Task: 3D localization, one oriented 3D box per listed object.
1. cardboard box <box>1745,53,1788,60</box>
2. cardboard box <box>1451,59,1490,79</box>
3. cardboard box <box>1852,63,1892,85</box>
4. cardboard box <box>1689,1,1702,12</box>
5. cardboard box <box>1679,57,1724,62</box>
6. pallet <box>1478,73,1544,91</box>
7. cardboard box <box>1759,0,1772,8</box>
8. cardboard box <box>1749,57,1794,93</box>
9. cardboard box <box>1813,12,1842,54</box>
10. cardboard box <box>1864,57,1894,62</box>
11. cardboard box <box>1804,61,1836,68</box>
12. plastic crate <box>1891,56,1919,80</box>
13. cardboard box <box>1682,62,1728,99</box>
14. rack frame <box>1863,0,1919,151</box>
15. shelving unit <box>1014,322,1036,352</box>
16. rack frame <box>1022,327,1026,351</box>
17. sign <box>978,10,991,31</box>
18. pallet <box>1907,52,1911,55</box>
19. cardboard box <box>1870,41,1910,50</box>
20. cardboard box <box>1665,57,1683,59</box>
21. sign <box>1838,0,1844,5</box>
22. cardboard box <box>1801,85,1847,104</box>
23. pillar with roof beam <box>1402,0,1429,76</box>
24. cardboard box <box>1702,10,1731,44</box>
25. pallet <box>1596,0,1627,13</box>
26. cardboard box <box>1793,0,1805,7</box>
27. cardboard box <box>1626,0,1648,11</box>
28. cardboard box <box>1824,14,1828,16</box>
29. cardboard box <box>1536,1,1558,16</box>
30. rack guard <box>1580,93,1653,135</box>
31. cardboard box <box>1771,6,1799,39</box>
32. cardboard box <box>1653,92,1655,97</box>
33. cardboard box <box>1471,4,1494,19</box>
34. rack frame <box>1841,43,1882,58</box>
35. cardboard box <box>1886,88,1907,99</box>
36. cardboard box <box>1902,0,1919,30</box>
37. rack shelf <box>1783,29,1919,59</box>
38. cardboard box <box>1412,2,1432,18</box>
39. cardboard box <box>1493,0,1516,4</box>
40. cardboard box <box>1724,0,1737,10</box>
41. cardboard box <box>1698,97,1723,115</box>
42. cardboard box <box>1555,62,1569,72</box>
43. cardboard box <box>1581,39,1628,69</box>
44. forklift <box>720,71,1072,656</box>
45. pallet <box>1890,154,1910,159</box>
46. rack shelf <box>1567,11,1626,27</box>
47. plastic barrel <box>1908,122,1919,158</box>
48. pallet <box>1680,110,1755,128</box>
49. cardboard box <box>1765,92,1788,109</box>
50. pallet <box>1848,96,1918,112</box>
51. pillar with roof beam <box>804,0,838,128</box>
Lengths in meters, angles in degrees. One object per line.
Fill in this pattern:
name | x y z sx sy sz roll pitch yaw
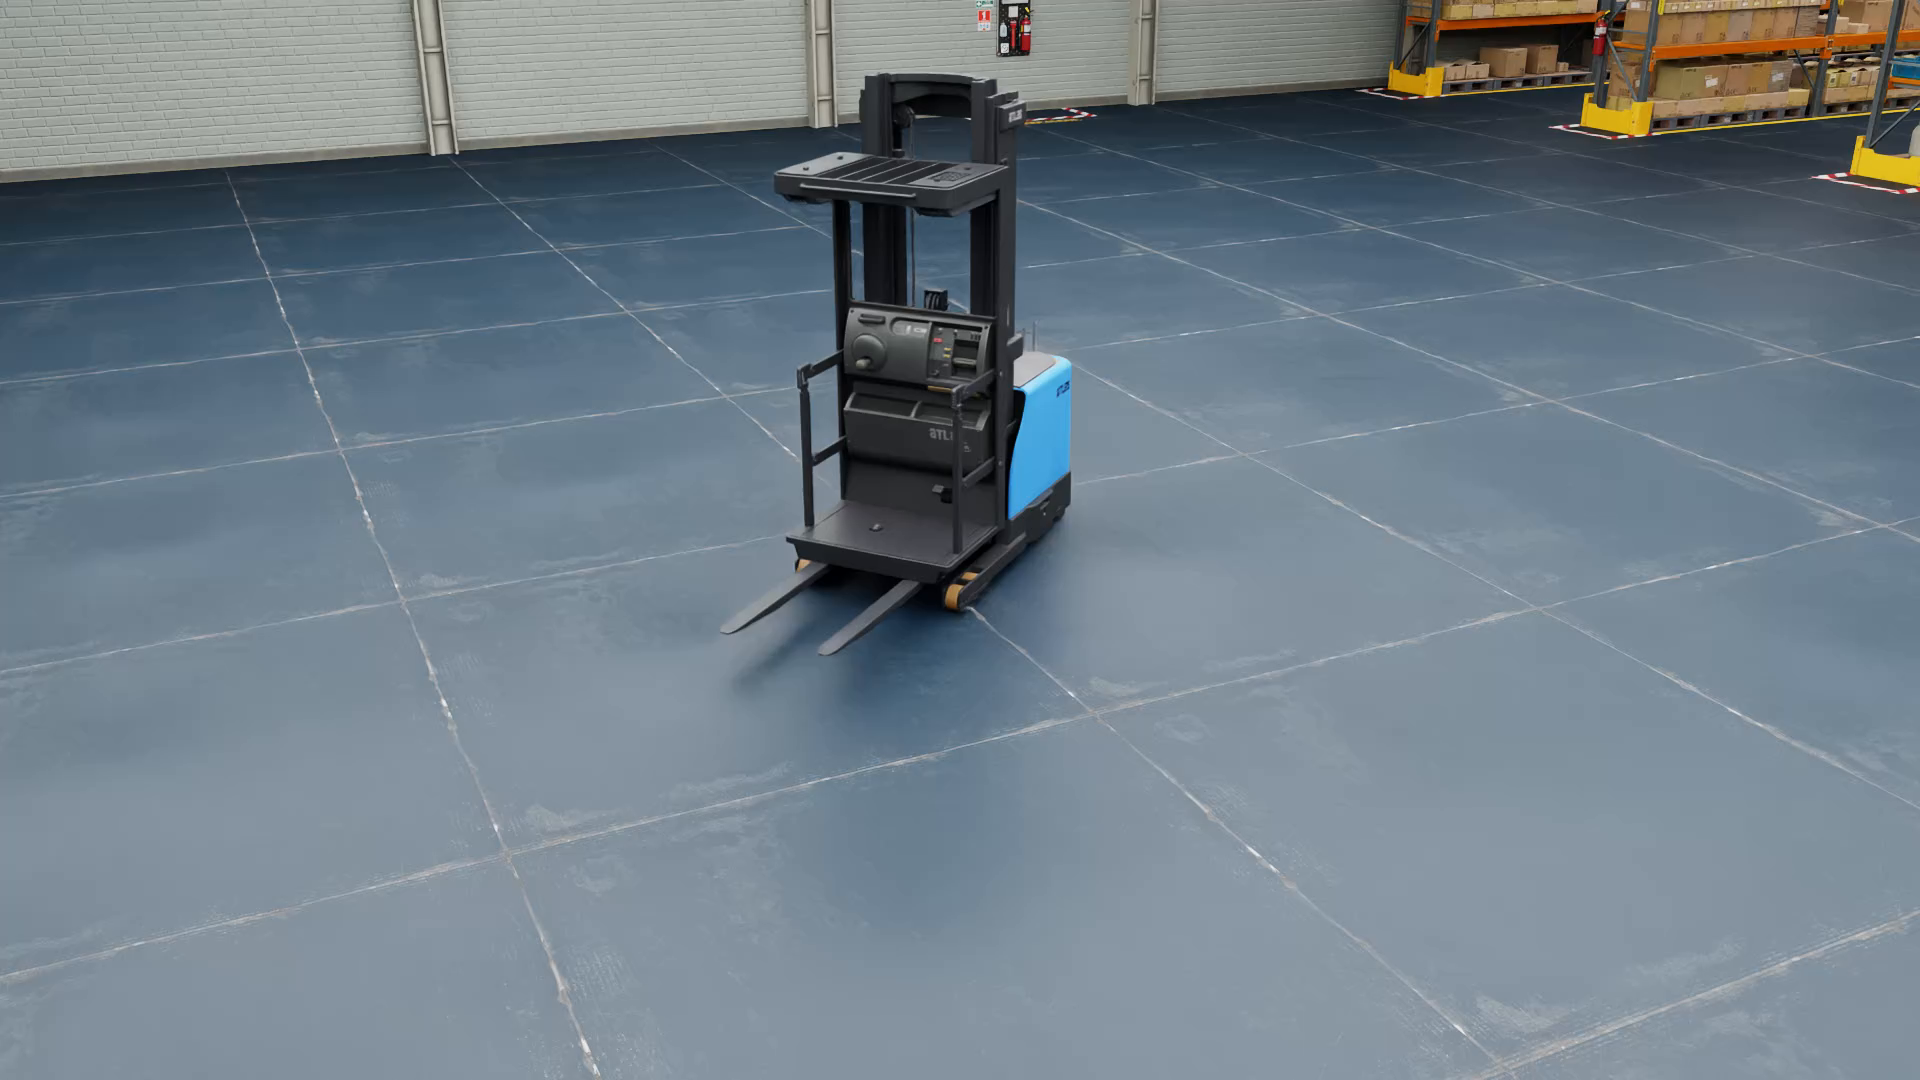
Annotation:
cardboard box | 13.542 -7.927 28.043 0.500 0.500 0.500 -10 25 -24
cardboard box | 9.516 -8.808 31.046 0.500 0.311 0.500 -8 24 -19
cardboard box | 15.495 -7.958 28.367 0.500 0.311 0.500 -11 25 -25
cardboard box | 11.401 -8.384 26.104 0.250 0.149 0.380 -10 25 -23
cardboard box | 12.191 -7.677 27.440 0.500 0.500 0.500 -10 25 -24
pallet | 10.253 -8.716 31.531 1.213 0.211 1.003 -10 25 -24
cardboard box | 12.799 -8.642 26.728 0.250 0.149 0.380 -10 24 -22
cardboard box | 13.317 -7.664 27.409 0.500 0.500 0.500 -10 25 -24
cardboard box | 17.823 -10.559 34.598 0.750 0.750 0.750 -10 24 -22
cardboard box | 16.170 -8.312 29.222 0.500 0.311 0.500 -11 25 -25
cardboard box | 14.802 -8.063 28.619 0.500 0.311 0.500 -10 24 -22
plastic crate | 12.958 -6.372 22.416 0.616 0.251 0.499 -10 25 -24
cardboard box | 11.966 -7.415 26.808 0.500 0.500 0.500 -10 25 -24
rack frame | 12.636 -6.254 21.937 0.127 3.000 1.000 -10 25 -24
shelving unit | 0.353 -0.890 11.322 0.258 1.200 0.189 10 22 22
rack frame | 0.315 -0.861 11.243 0.240 1.200 0.006 10 22 22
sign | 0.403 -8.651 27.681 0.234 0.329 0.001 -10 25 -24
pallet | 20.972 -10.674 36.260 1.213 0.211 1.003 -10 25 -24
cardboard box | 19.871 -10.787 35.606 0.500 0.500 0.700 -10 25 -23
cardboard box | 13.972 -9.769 33.121 0.500 0.500 0.700 -11 25 -24
sign | 14.338 -8.871 27.024 0.005 0.325 0.100 -10 25 -24
cardboard box | 14.567 -7.531 28.067 0.500 0.250 0.500 -11 25 -25
pillar with roof beam | 10.462 -11.371 26.455 0.400 9.000 9.100 -10 25 -24
cardboard box | 11.839 -8.250 26.629 0.500 0.500 0.700 -10 25 -23
pallet | 12.696 -10.320 32.010 1.213 0.211 1.003 -10 25 -24
cardboard box | 13.485 -8.768 27.031 0.250 0.149 0.380 -11 25 -25
cardboard box | 10.753 -8.437 26.231 0.250 0.149 0.380 -11 25 -25
cardboard box | 14.808 -8.773 28.197 0.258 0.266 0.396 -11 25 -25
cardboard box | 10.750 -9.920 30.964 0.500 0.250 0.500 -11 25 -24
rack guard | 10.470 -6.803 26.531 0.348 0.500 1.175 -10 25 -24
cardboard box | 13.226 -8.506 27.247 0.500 0.500 0.700 -11 25 -24
cardboard box | 11.292 -7.163 27.180 0.500 0.250 0.500 -10 25 -24
cardboard box | 9.379 -9.671 30.361 0.500 0.250 0.500 -11 25 -25
rack frame | 19.152 -11.659 34.994 0.127 3.000 1.000 -10 25 -24
cardboard box | 15.952 -7.786 28.683 0.500 0.250 0.500 -10 24 -23
cardboard box | 16.195 -9.051 28.563 0.500 0.500 0.500 -12 25 -26
rack shelf | 15.898 -8.625 28.605 4.000 0.370 1.077 -10 25 -24
cardboard box | 8.677 -9.753 30.559 0.500 0.250 0.500 -10 25 -23
cardboard box | 9.818 -10.093 30.400 0.500 0.500 0.500 -11 25 -25
cardboard box | 12.098 -8.513 26.415 0.250 0.149 0.380 -11 25 -24
cardboard box | 11.971 -7.065 26.941 0.500 0.250 0.500 -10 25 -24
cardboard box | 11.475 -9.127 32.007 0.250 0.166 0.380 -14 26 -30
cardboard box | 12.600 -9.508 32.491 0.500 0.500 0.700 -10 24 -22
forklift | -0.347 -1.121 9.625 1.130 2.935 3.031 10 25 23
pallet | 13.419 -5.128 22.861 1.213 0.211 1.003 -10 25 -24
rack shelf | 13.746 -10.331 32.727 4.000 0.370 1.077 -10 25 -24
plastic barrel | 13.196 -5.434 22.660 0.421 0.512 0.421 0 22 0
pallet | 12.260 -7.016 27.423 1.213 0.211 1.003 -10 25 -24
cardboard box | 13.318 -7.317 27.551 0.500 0.250 0.500 -10 25 -24
pallet | 15.843 -7.677 29.019 1.213 0.211 1.003 -10 25 -24
pillar with roof beam | -0.350 -9.381 21.646 0.400 9.000 9.100 -10 25 -24
